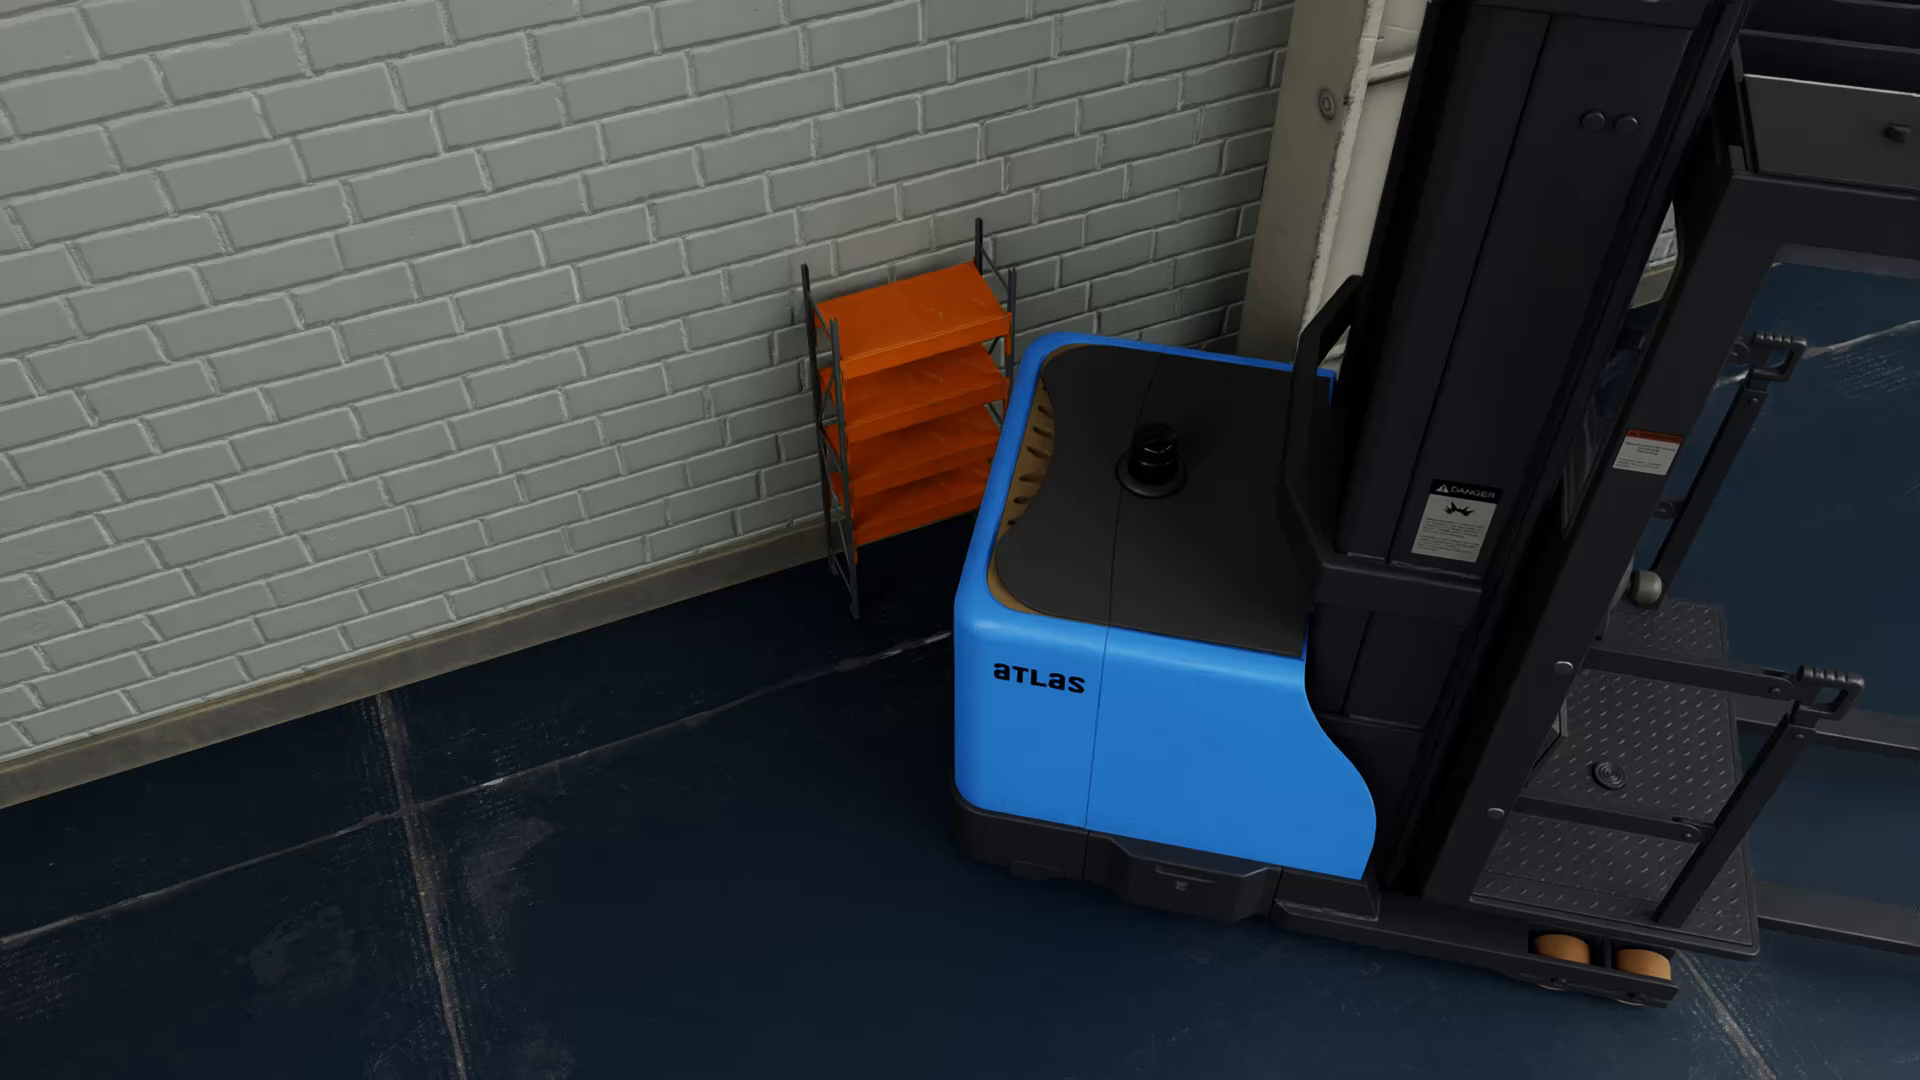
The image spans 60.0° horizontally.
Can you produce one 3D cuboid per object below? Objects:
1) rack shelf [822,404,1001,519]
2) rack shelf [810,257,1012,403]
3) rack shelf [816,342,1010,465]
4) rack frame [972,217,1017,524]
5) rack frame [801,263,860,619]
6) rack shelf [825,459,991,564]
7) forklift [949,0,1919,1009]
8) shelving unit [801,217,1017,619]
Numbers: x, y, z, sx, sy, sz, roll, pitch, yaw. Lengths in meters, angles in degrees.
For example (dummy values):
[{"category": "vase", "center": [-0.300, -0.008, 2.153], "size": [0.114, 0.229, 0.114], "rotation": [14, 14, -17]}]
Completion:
[{"category": "rack shelf", "center": [-0.132, -0.263, 4.774], "size": [0.480, 0.148, 0.258], "rotation": [-18, 52, -15]}, {"category": "rack shelf", "center": [-0.132, -0.563, 4.425], "size": [0.480, 0.148, 0.258], "rotation": [-18, 52, -15]}, {"category": "rack shelf", "center": [-0.132, -0.409, 4.604], "size": [0.480, 0.148, 0.258], "rotation": [-18, 52, -15]}, {"category": "rack frame", "center": [0.093, -0.379, 4.784], "size": [0.015, 1.200, 0.240], "rotation": [-18, 52, -15]}, {"category": "rack frame", "center": [-0.357, -0.236, 4.661], "size": [0.015, 1.200, 0.240], "rotation": [-18, 52, -15]}, {"category": "rack shelf", "center": [-0.132, -0.134, 4.925], "size": [0.480, 0.148, 0.258], "rotation": [-18, 52, -15]}, {"category": "forklift", "center": [1.543, -0.216, 3.503], "size": [3.031, 2.935, 1.130], "rotation": [9, 50, 8]}, {"category": "shelving unit", "center": [-0.132, -0.307, 4.723], "size": [0.503, 1.200, 0.258], "rotation": [-18, 52, -15]}]
